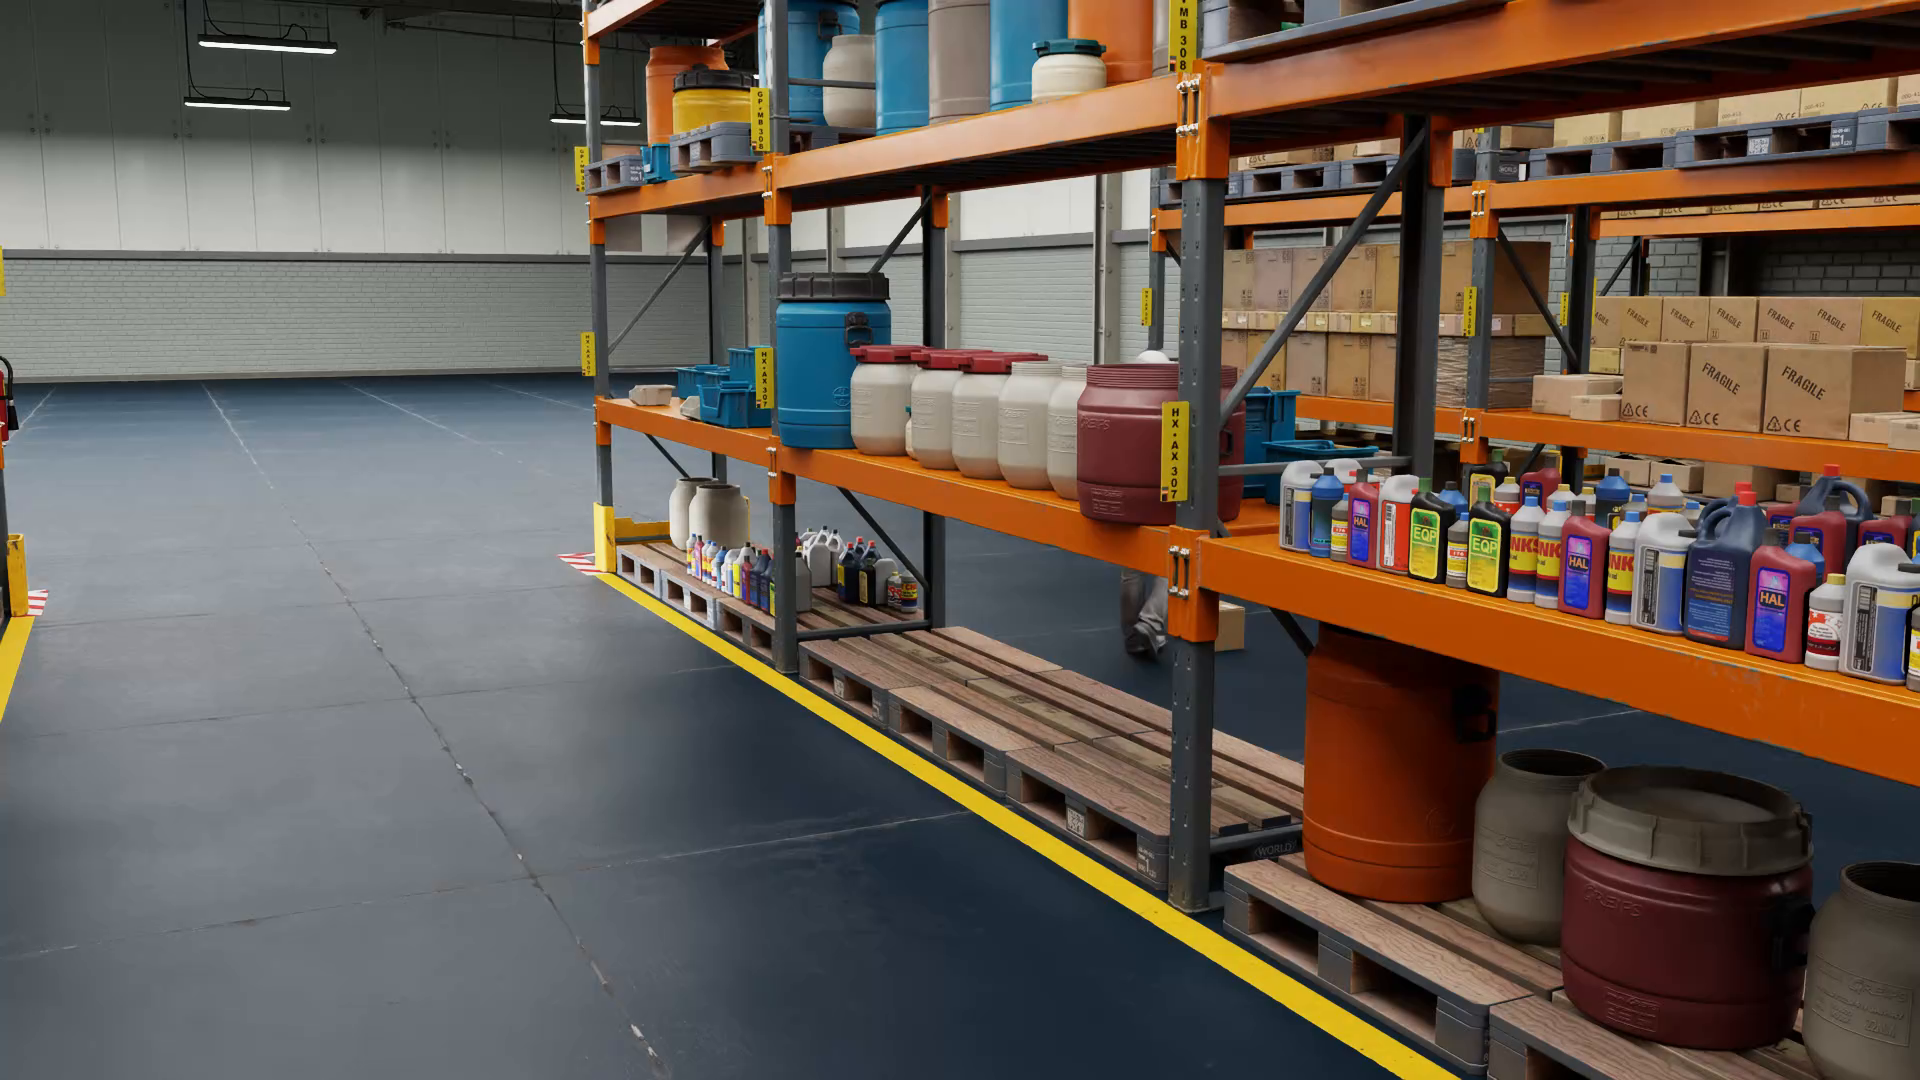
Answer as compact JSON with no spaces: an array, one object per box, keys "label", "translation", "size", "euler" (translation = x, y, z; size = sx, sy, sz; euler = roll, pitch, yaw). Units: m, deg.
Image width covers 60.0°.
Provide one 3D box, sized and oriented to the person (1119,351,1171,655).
[{"label":"person","translation":[1.081,-0.209,9.618],"size":[0.467,1.765,0.590],"euler":[-7,11,-38]}]
